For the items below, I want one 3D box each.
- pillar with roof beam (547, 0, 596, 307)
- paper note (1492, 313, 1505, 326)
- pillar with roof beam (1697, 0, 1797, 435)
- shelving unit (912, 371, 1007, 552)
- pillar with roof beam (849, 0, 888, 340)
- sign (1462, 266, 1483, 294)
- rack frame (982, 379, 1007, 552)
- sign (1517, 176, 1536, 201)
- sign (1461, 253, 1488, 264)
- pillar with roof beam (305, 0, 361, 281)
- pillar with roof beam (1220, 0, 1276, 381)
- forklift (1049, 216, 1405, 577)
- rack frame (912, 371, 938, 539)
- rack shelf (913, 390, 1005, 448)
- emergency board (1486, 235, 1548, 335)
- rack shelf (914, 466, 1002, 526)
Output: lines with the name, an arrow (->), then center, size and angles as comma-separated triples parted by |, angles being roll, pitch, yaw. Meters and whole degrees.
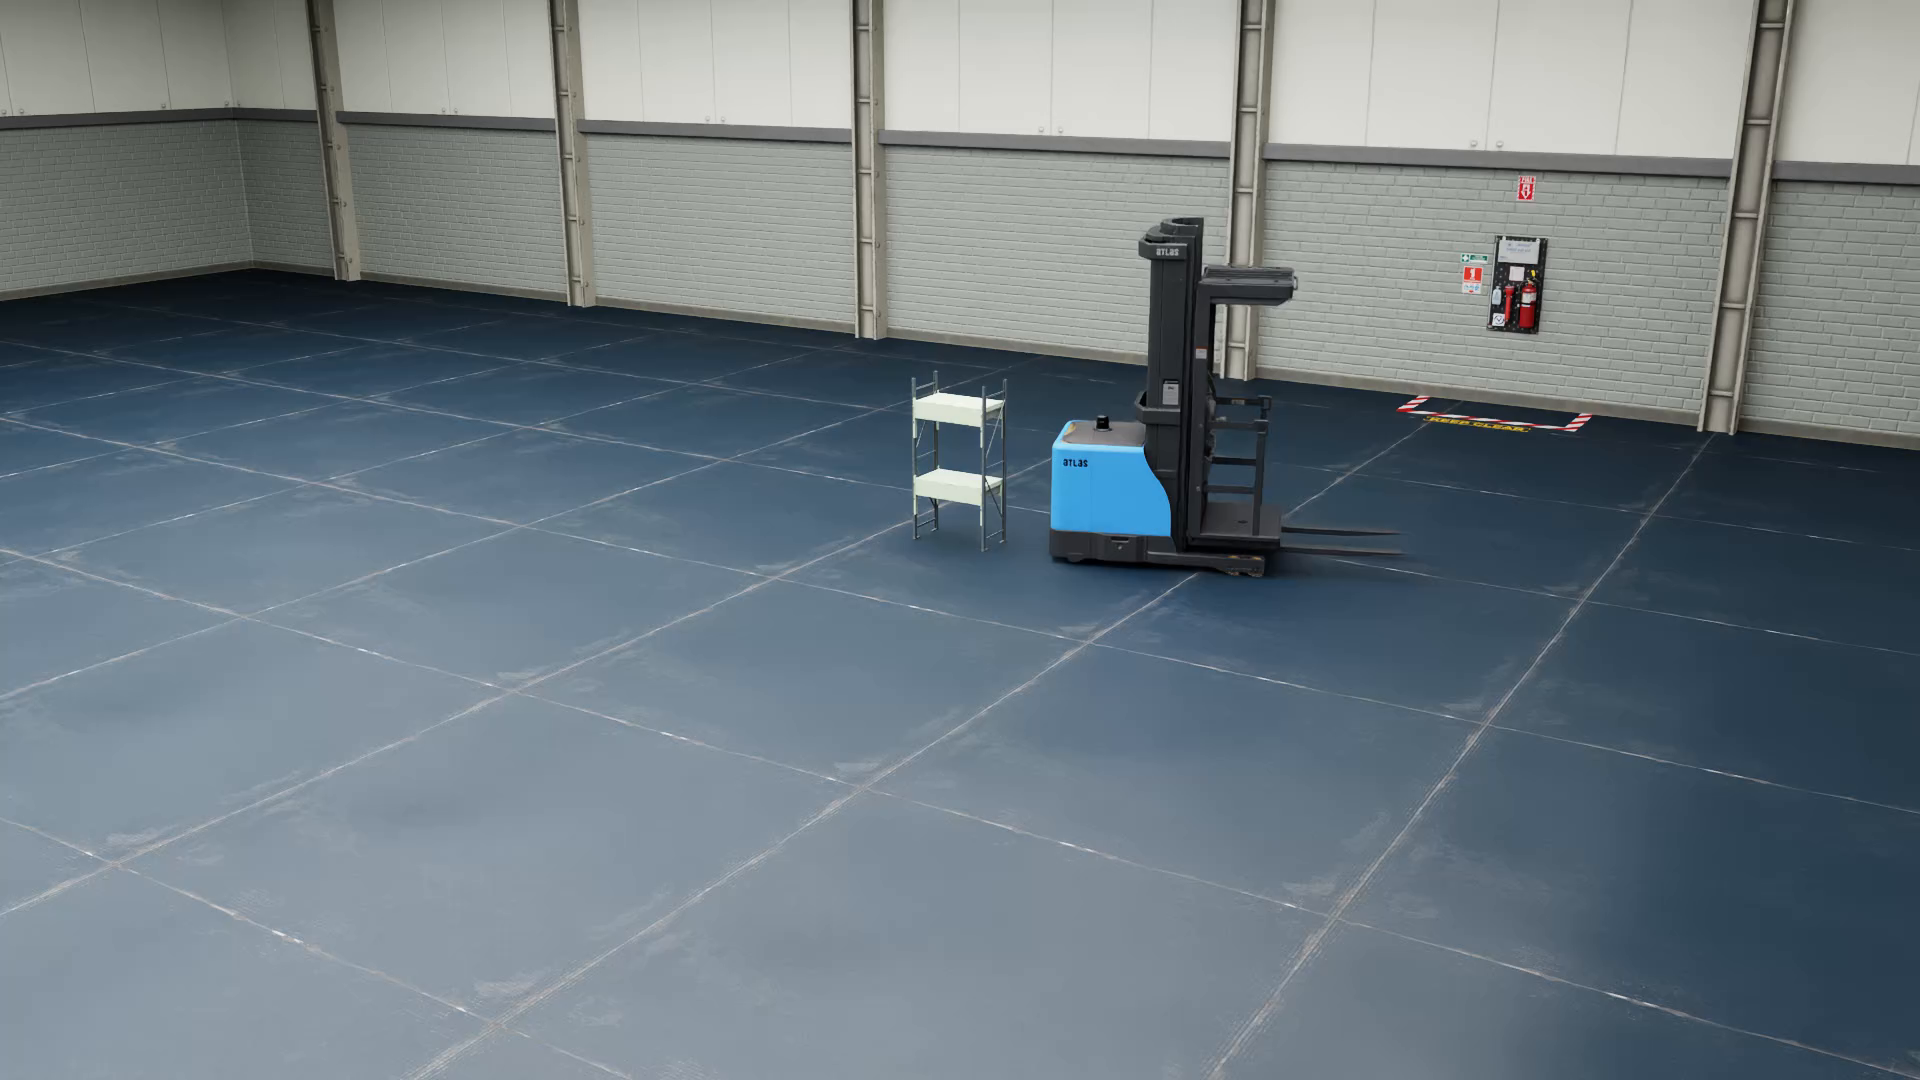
pillar with roof beam -> -8.722, -7.261, 23.670 | 0.400, 9.000, 9.100 | 10, 20, 30
paper note -> 6.669, -2.726, 20.580 | 0.142, 0.148, 0.016 | 10, 20, 30
pillar with roof beam -> 6.616, -4.523, 14.656 | 0.400, 9.000, 9.100 | 10, 20, 30
shelving unit -> -0.006, -0.719, 15.035 | 0.755, 1.500, 0.431 | 10, 20, 30
pillar with roof beam -> -3.609, -6.348, 20.665 | 0.400, 9.000, 9.100 | 10, 20, 30
sign -> 6.366, -3.230, 20.662 | 0.234, 0.329, 0.001 | 10, 20, 30
rack frame -> 0.306, -0.663, 14.852 | 0.023, 1.500, 0.400 | 10, 20, 30
sign -> 6.829, -4.239, 20.055 | 0.199, 0.298, 0.001 | 10, 20, 30
sign -> 6.366, -3.481, 20.576 | 0.331, 0.109, 0.001 | 10, 20, 30
pillar with roof beam -> -13.835, -8.173, 26.674 | 0.400, 9.000, 9.100 | 10, 20, 30
pillar with roof beam -> 1.504, -5.435, 17.661 | 0.400, 9.000, 9.100 | 10, 20, 30
forklift -> 2.352, -1.256, 14.343 | 3.031, 2.935, 1.130 | 3, 17, 11
rack frame -> -0.318, -0.774, 15.219 | 0.023, 1.500, 0.400 | 10, 20, 30
rack shelf -> -0.006, -1.092, 14.922 | 0.720, 0.370, 0.431 | 10, 20, 30
emergency board -> 6.784, -3.104, 20.307 | 0.643, 1.169, 0.194 | 10, 20, 30
rack shelf -> -0.006, -0.407, 15.130 | 0.720, 0.370, 0.431 | 10, 20, 30
